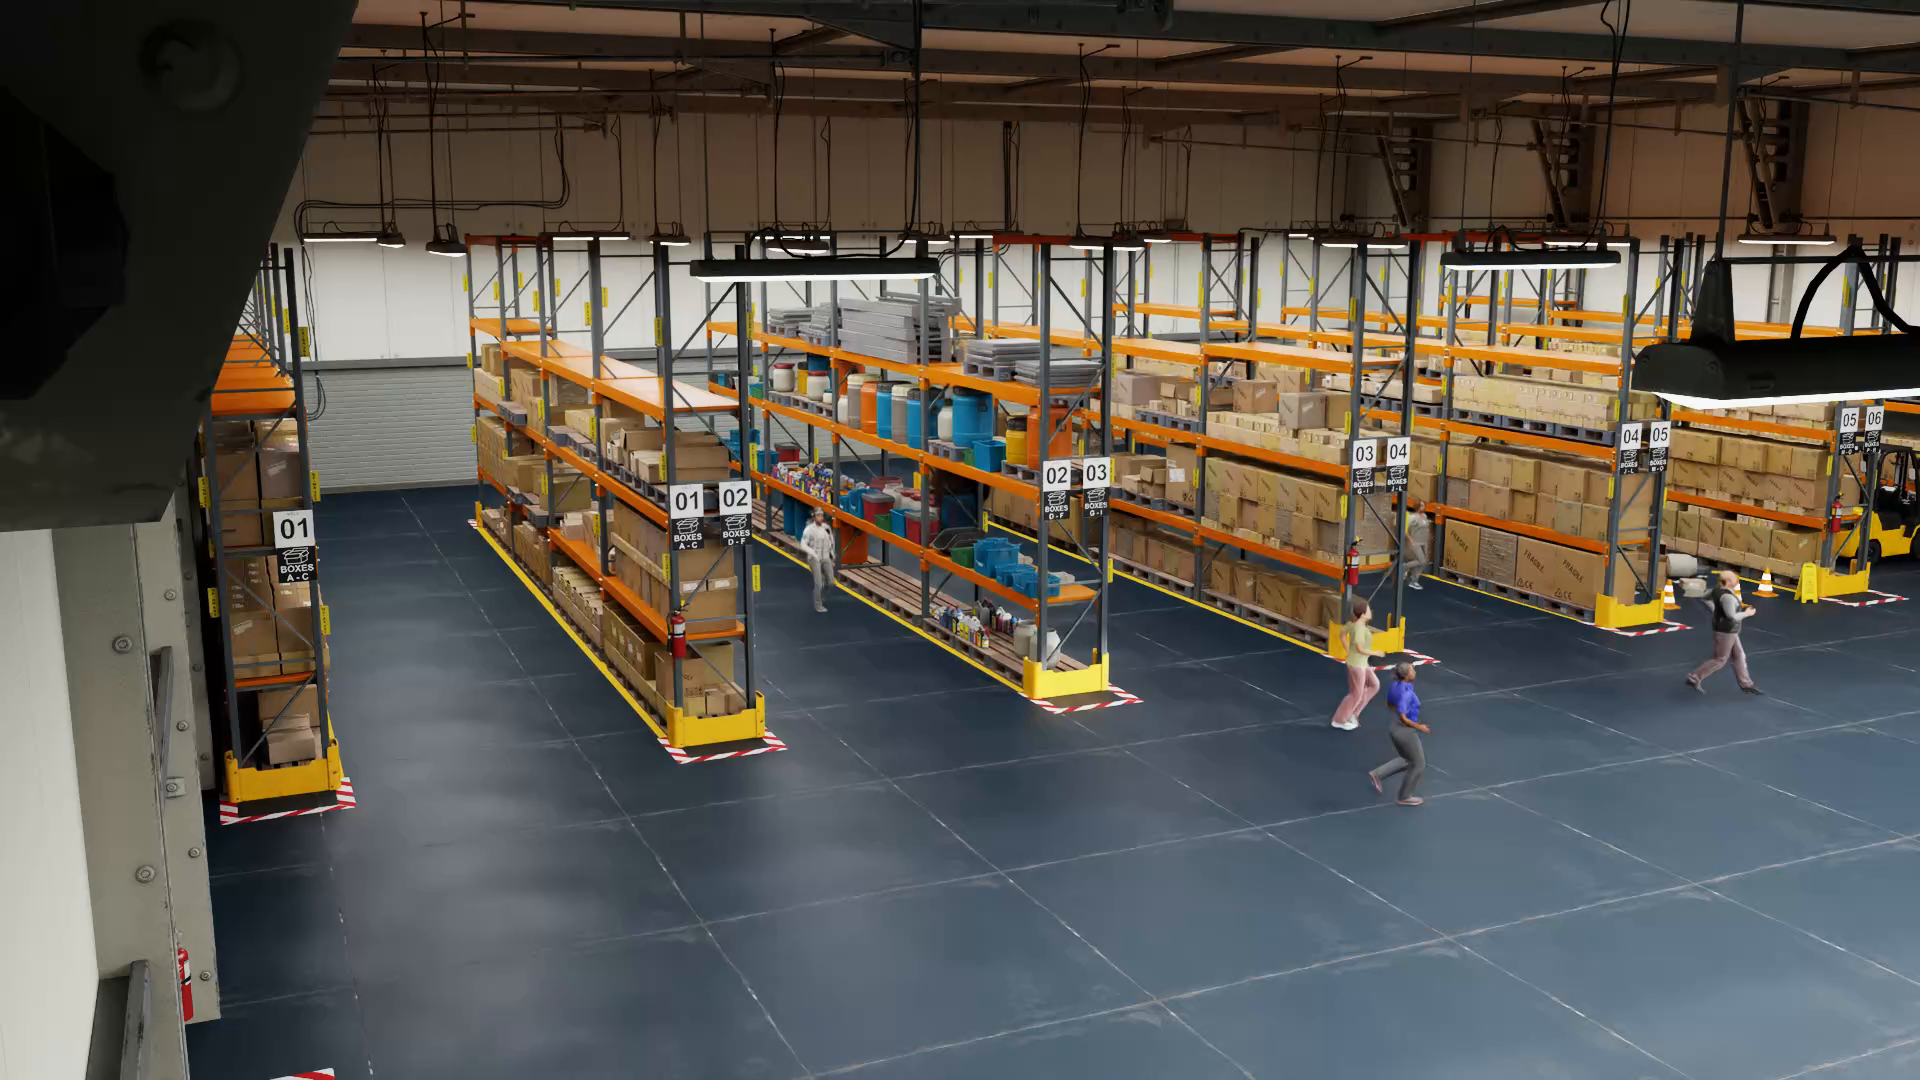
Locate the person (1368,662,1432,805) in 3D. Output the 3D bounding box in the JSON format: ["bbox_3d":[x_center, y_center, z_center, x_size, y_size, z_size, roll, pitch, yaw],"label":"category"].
[{"bbox_3d":[4.809,2.104,18.069,0.531,1.586,0.575,0,11,-2],"label":"person"}]

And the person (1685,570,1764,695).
[{"bbox_3d":[10.244,1.234,22.147,1.025,1.692,0.665,3,11,15],"label":"person"}]

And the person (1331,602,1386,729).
[{"bbox_3d":[4.970,1.564,20.700,0.616,1.635,0.562,2,11,8],"label":"person"}]

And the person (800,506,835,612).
[{"bbox_3d":[-2.176,0.302,25.682,0.532,1.666,0.501,-6,13,-30],"label":"person"}]

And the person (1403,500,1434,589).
[{"bbox_3d":[7.901,0.075,28.694,0.536,1.555,0.544,-8,13,-34],"label":"person"}]
